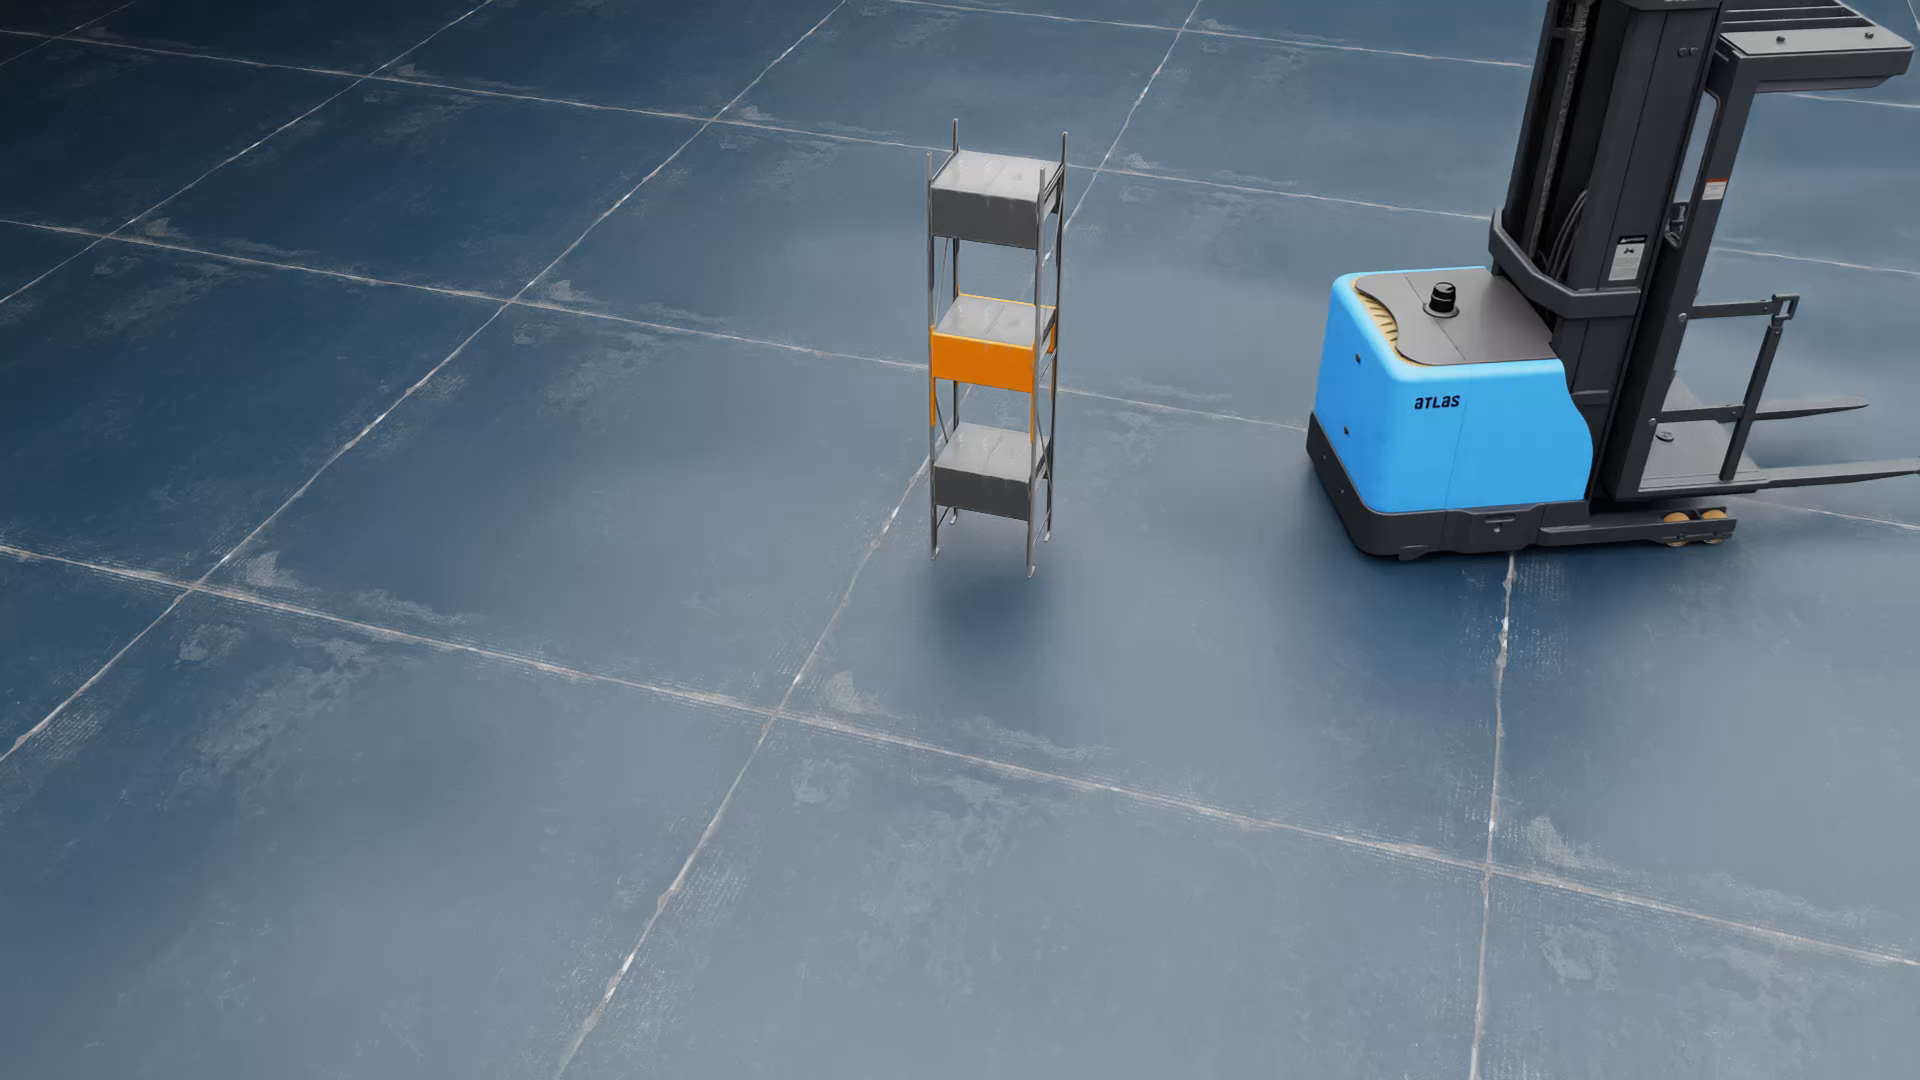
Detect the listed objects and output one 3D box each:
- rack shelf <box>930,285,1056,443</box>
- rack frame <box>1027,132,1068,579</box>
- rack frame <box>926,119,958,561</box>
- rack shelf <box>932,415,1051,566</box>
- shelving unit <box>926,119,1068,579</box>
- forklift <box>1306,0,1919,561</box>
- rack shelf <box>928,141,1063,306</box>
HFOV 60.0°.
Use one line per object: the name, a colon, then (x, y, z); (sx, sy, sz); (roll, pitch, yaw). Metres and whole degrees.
rack shelf: (0.158, -0.805, 7.596); (0.480, 0.518, 0.431); (10, 38, 14)
rack frame: (0.391, -0.773, 7.529); (0.015, 2.100, 0.400); (10, 38, 14)
rack frame: (-0.075, -0.860, 7.646); (0.015, 2.100, 0.400); (10, 38, 14)
rack shelf: (0.158, -0.242, 8.011); (0.480, 0.518, 0.431); (10, 38, 14)
shelving unit: (0.158, -0.816, 7.588); (0.503, 2.100, 0.431); (10, 38, 14)
forklift: (3.382, -1.457, 7.756); (3.031, 2.935, 1.130); (-4, 37, -6)
rack shelf: (0.158, -1.369, 7.181); (0.480, 0.518, 0.431); (10, 38, 14)
